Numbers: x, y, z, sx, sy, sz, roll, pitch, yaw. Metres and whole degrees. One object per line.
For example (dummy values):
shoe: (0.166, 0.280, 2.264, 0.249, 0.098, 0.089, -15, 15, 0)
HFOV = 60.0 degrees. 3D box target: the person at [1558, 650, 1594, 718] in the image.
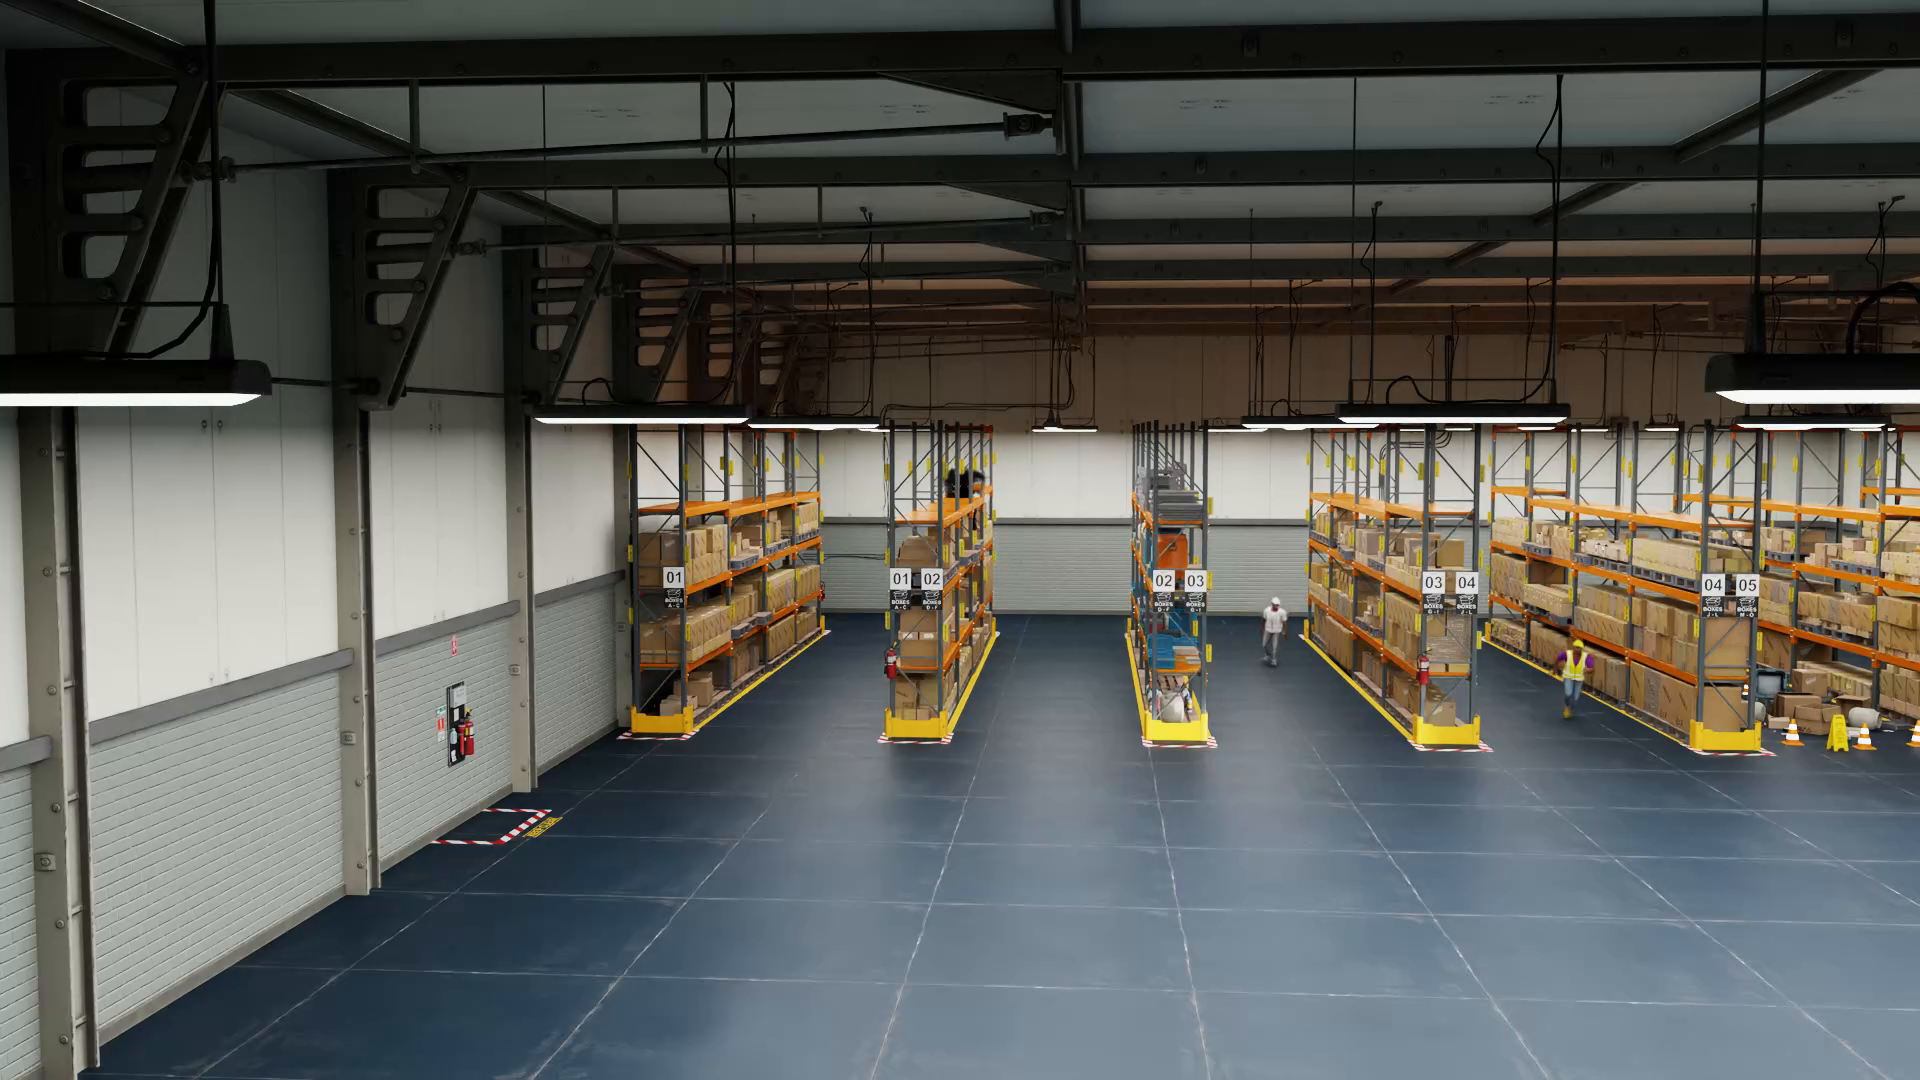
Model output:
person: (12.347, 2.877, 33.462, 0.640, 1.412, 0.676, 0, 4, 7)

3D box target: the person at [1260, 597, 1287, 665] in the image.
person: (12.470, 2.691, 34.260, 15.018, 1.718, 9.495, 2, 4, 24)
